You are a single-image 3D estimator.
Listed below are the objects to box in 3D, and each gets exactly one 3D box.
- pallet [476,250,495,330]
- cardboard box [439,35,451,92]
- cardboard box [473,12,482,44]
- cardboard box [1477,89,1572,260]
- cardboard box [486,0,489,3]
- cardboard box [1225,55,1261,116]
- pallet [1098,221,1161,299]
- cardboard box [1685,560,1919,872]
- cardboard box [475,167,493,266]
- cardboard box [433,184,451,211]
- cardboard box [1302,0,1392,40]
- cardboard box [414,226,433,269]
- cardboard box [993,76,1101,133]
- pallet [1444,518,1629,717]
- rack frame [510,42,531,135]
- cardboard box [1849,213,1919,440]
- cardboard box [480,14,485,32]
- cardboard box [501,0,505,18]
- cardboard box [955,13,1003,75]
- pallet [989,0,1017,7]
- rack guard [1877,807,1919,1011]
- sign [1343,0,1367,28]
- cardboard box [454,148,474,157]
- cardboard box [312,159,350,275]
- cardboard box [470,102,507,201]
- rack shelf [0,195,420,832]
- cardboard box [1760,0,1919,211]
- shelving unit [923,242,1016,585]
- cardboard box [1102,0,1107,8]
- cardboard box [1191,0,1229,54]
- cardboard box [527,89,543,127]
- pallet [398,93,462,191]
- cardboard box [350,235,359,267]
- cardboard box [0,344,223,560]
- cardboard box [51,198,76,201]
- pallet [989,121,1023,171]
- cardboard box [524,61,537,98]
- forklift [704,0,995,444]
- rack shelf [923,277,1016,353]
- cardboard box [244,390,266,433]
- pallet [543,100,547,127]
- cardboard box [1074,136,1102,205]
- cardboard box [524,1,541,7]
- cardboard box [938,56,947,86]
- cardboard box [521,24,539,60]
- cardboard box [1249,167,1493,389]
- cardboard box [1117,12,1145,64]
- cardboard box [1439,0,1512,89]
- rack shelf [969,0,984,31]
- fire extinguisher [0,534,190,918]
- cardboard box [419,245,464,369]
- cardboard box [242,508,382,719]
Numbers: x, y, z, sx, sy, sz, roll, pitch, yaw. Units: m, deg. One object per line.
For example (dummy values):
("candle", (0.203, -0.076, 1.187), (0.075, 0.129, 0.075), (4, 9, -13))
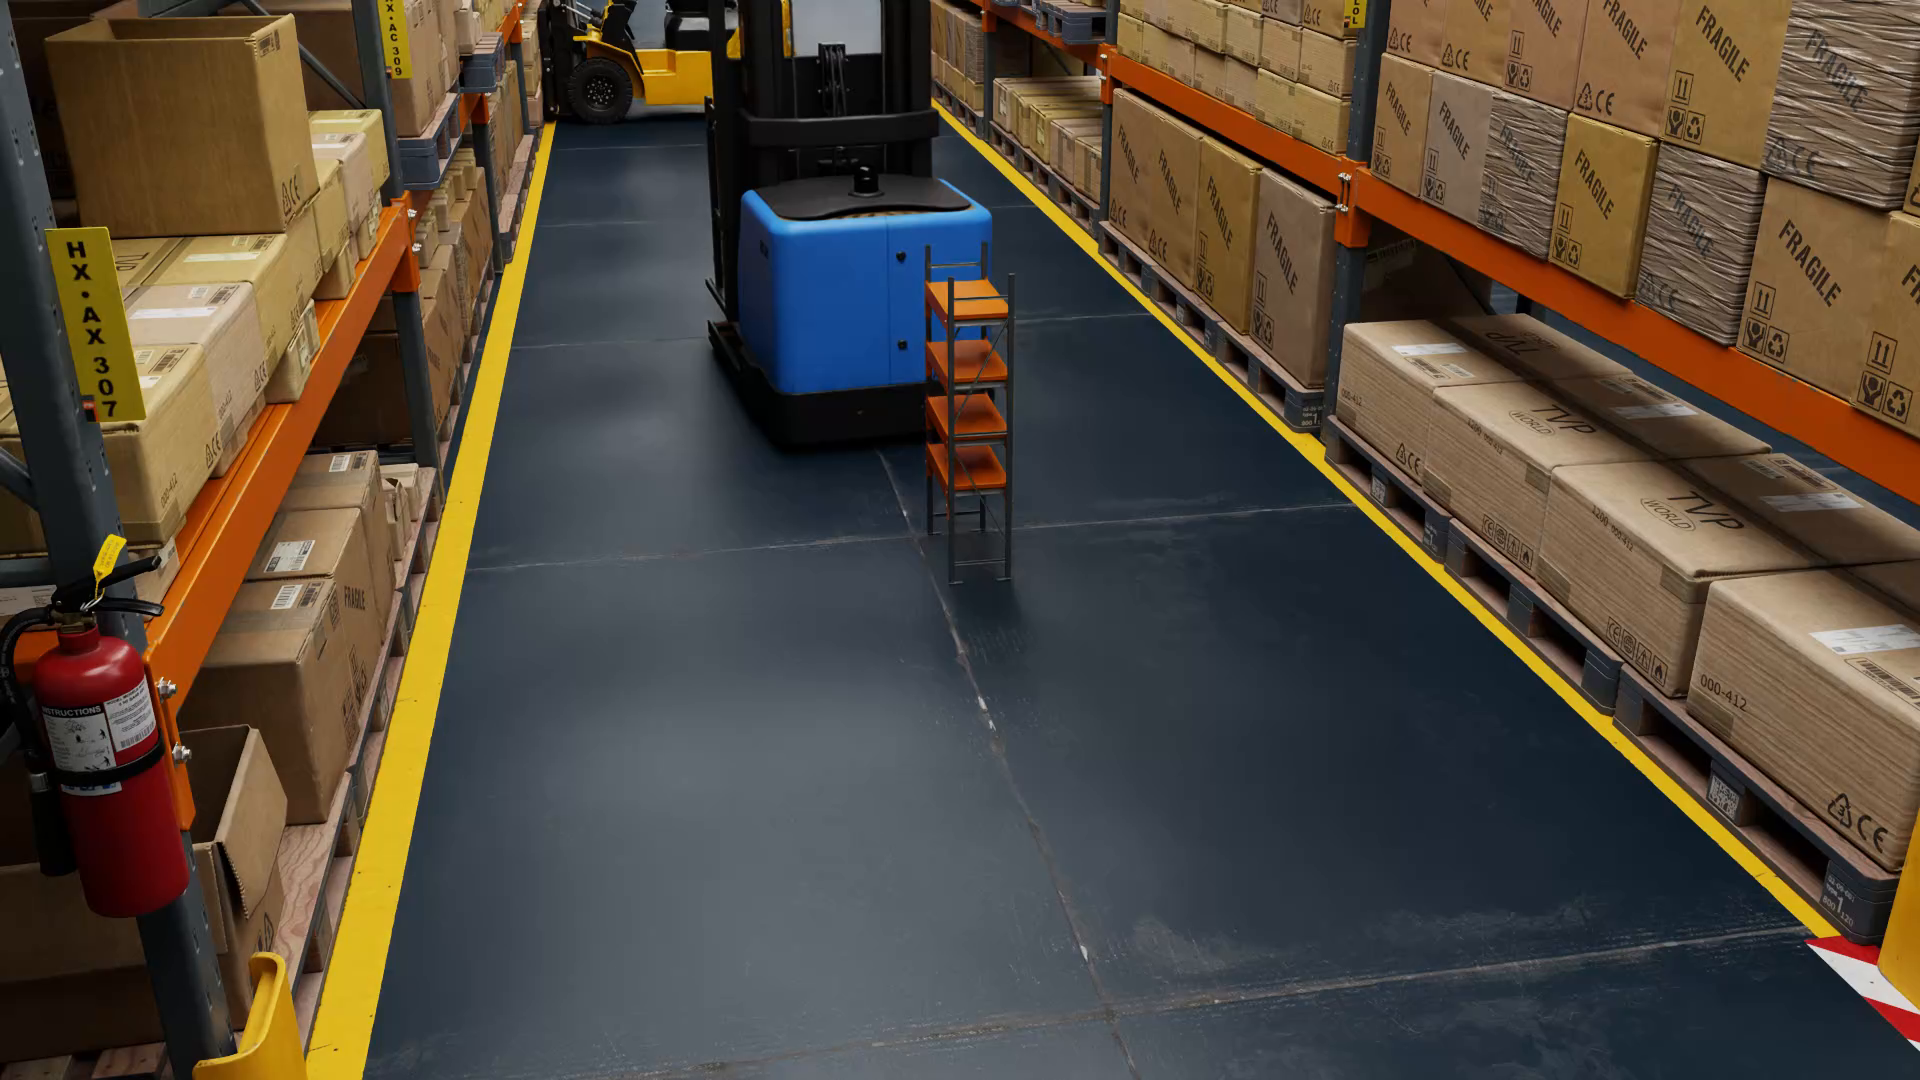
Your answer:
("pallet", (-3.325, -1.483, 9.882), (1.003, 0.211, 1.213), (-4, 24, -10))
("cardboard box", (-2.566, -2.190, 7.659), (0.396, 0.266, 0.258), (-3, 24, -7))
("cardboard box", (-2.928, -2.905, 9.442), (0.380, 0.149, 0.250), (-4, 24, -9))
("cardboard box", (2.195, -1.300, 5.855), (0.500, 0.500, 0.500), (-4, 24, -9))
("cardboard box", (-3.359, -3.607, 10.825), (0.500, 0.250, 0.500), (-4, 24, -8))
("cardboard box", (1.693, -2.342, 8.553), (0.500, 0.250, 0.500), (-5, 24, -11))
("pallet", (1.523, -1.833, 10.683), (1.003, 0.211, 1.213), (-4, 24, -10))
("cardboard box", (2.710, 0.450, 4.649), (0.875, 0.438, 0.875), (-5, 24, -12))
("cardboard box", (-3.137, -1.954, 10.075), (0.500, 0.500, 0.500), (-4, 24, -8))
("cardboard box", (-2.949, -1.809, 8.932), (0.380, 0.149, 0.250), (-5, 24, -11))
("cardboard box", (1.862, -2.514, 7.384), (0.500, 0.500, 0.500), (-4, 24, -8))
("cardboard box", (-2.751, -1.400, 7.996), (0.380, 0.149, 0.250), (-4, 24, -10))
("cardboard box", (0.811, -3.782, 14.420), (0.950, 0.372, 0.625), (-4, 24, -9))
("pallet", (2.484, 0.211, 6.004), (1.003, 0.211, 1.213), (-4, 24, -10))
("rack frame", (-4.166, -4.631, 13.605), (1.000, 3.000, 0.127), (-4, 24, -10))
("cardboard box", (2.581, -0.496, 4.012), (0.500, 0.500, 0.500), (-4, 24, -9))
("cardboard box", (-3.268, -3.181, 10.474), (0.500, 0.250, 0.500), (-4, 24, -10))
("cardboard box", (-3.655, -3.988, 12.321), (0.500, 0.250, 0.500), (-4, 24, -9))
("cardboard box", (0.243, -4.688, 15.711), (0.500, 0.500, 0.500), (-4, 24, -9))
("pallet", (0.710, -4.600, 13.775), (1.003, 0.211, 1.213), (-4, 24, -10))
("rack guard", (2.935, 0.875, 4.121), (1.175, 0.500, 0.348), (-4, 24, -10))
("sign", (1.660, -2.303, 6.928), (0.100, 0.325, 0.005), (-4, 24, -10))
("cardboard box", (-3.086, -2.226, 9.887), (0.380, 0.149, 0.250), (-5, 24, -12))
("cardboard box", (-2.166, -0.976, 5.053), (0.500, 0.250, 0.500), (-4, 24, -10))
("cardboard box", (-3.656, -2.664, 11.545), (0.875, 0.625, 0.625), (-4, 24, -8))
("rack shelf", (-2.317, -0.368, 4.743), (1.077, 0.370, 4.000), (-4, 24, -10))
("cardboard box", (2.482, -1.159, 4.282), (0.500, 0.500, 0.500), (-4, 24, -10))
("shelving unit", (0.031, -0.485, 6.361), (0.258, 1.200, 0.503), (-4, 24, -10))
("cardboard box", (1.160, -3.615, 11.069), (0.380, 0.149, 0.250), (-3, 24, -8))
("cardboard box", (1.558, -2.768, 8.903), (0.500, 0.250, 0.500), (-4, 24, -9))
("cardboard box", (-3.930, -3.778, 14.563), (0.500, 0.250, 0.500), (-4, 24, -9))
("pallet", (-2.727, -1.719, 7.177), (1.003, 0.211, 1.213), (-4, 24, -10))
("cardboard box", (-2.216, -0.956, 5.505), (0.380, 0.149, 0.250), (-4, 24, -8))
("cardboard box", (-1.766, -0.177, 3.223), (0.500, 0.250, 0.500), (-4, 24, -9))
("cardboard box", (-2.667, -0.937, 4.963), (0.500, 0.250, 0.500), (-4, 24, -9))
("pallet", (0.857, -3.416, 14.307), (1.003, 0.211, 1.213), (-4, 24, -10))
("cardboard box", (-3.952, -4.005, 14.459), (0.500, 0.250, 0.500), (-4, 24, -10))
("forklift", (-0.750, -2.343, 8.453), (1.130, 2.935, 3.031), (-7, 25, -15))
("rack shelf", (0.031, -0.845, 6.203), (0.258, 0.148, 0.480), (-4, 24, -10))
("cardboard box", (-1.954, -0.351, 4.119), (0.380, 0.149, 0.250), (-4, 24, -9))
("pallet", (-4.501, -4.150, 15.988), (1.003, 0.211, 1.213), (-4, 24, -10))
("cardboard box", (1.357, -2.637, 11.800), (0.950, 0.372, 0.625), (-6, 24, -13))
("cardboard box", (-4.413, -5.236, 16.653), (0.500, 0.250, 0.500), (-4, 24, -9))
("cardboard box", (0.050, -4.753, 16.795), (0.500, 0.250, 0.500), (-3, 24, -6))
("cardboard box", (-4.031, -4.437, 14.822), (0.500, 0.250, 0.500), (-4, 24, -10))
("cardboard box", (1.998, -1.310, 8.131), (0.875, 0.875, 0.875), (-4, 24, -8))
("cardboard box", (1.295, -3.146, 10.394), (0.500, 0.250, 0.500), (-5, 24, -11))
("cardboard box", (2.128, -1.953, 6.099), (0.500, 0.500, 0.500), (-5, 24, -10))
("rack shelf", (0.342, -5.457, 16.395), (1.077, 0.370, 4.000), (-4, 24, -10))
("fire extinguisher", (-1.465, 0.319, 2.834), (0.296, 0.674, 0.183), (-4, 24, -10))
("cardboard box", (-2.751, -1.143, 8.218), (0.500, 0.500, 0.500), (-5, 24, -11))
("cardboard box", (-2.086, 0.240, 5.051), (0.500, 0.500, 0.500), (-4, 24, -9))
